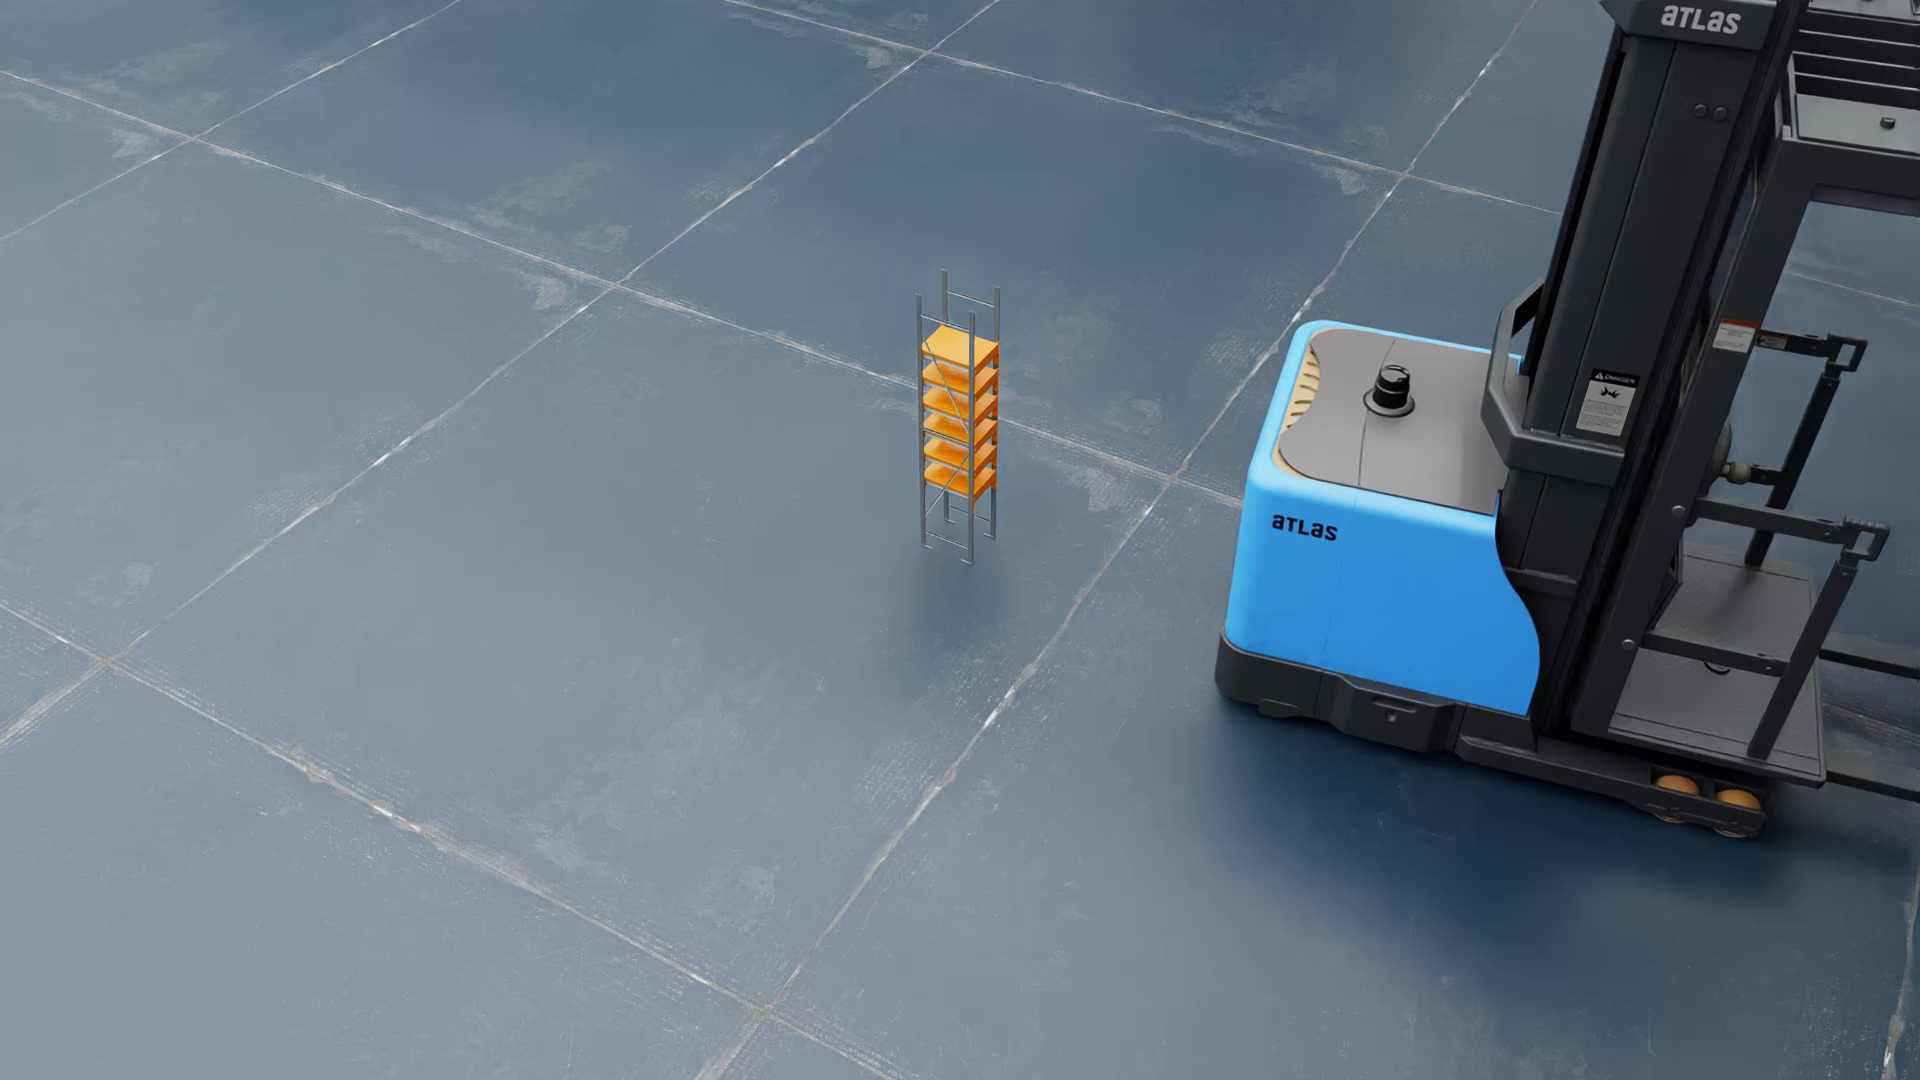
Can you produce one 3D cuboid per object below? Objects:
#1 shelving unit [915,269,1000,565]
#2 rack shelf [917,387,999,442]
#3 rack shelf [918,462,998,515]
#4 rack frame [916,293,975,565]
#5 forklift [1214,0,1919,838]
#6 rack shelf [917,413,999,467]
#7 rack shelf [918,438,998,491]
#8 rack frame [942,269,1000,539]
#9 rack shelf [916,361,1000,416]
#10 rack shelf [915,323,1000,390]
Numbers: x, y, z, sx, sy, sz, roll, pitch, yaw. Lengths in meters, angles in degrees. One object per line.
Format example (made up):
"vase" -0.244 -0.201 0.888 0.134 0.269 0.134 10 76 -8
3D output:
"shelving unit" -0.007 -0.442 6.344 0.258 1.200 0.189 21 45 22
"rack shelf" -0.007 -0.499 6.294 0.258 0.103 0.180 21 45 22
"rack shelf" -0.007 -0.229 6.532 0.258 0.103 0.180 21 45 22
"rack frame" -0.053 -0.390 6.285 0.240 1.200 0.006 21 45 22
"forklift" 2.502 -0.495 5.094 3.031 2.935 1.130 13 43 14
"rack shelf" -0.007 -0.409 6.373 0.258 0.103 0.180 21 45 22
"rack shelf" -0.007 -0.319 6.453 0.258 0.103 0.180 21 45 22
"rack frame" 0.039 -0.494 6.404 0.240 1.200 0.006 21 45 22
"rack shelf" -0.007 -0.589 6.215 0.258 0.103 0.180 21 45 22
"rack shelf" -0.007 -0.679 6.136 0.258 0.103 0.180 21 45 22
